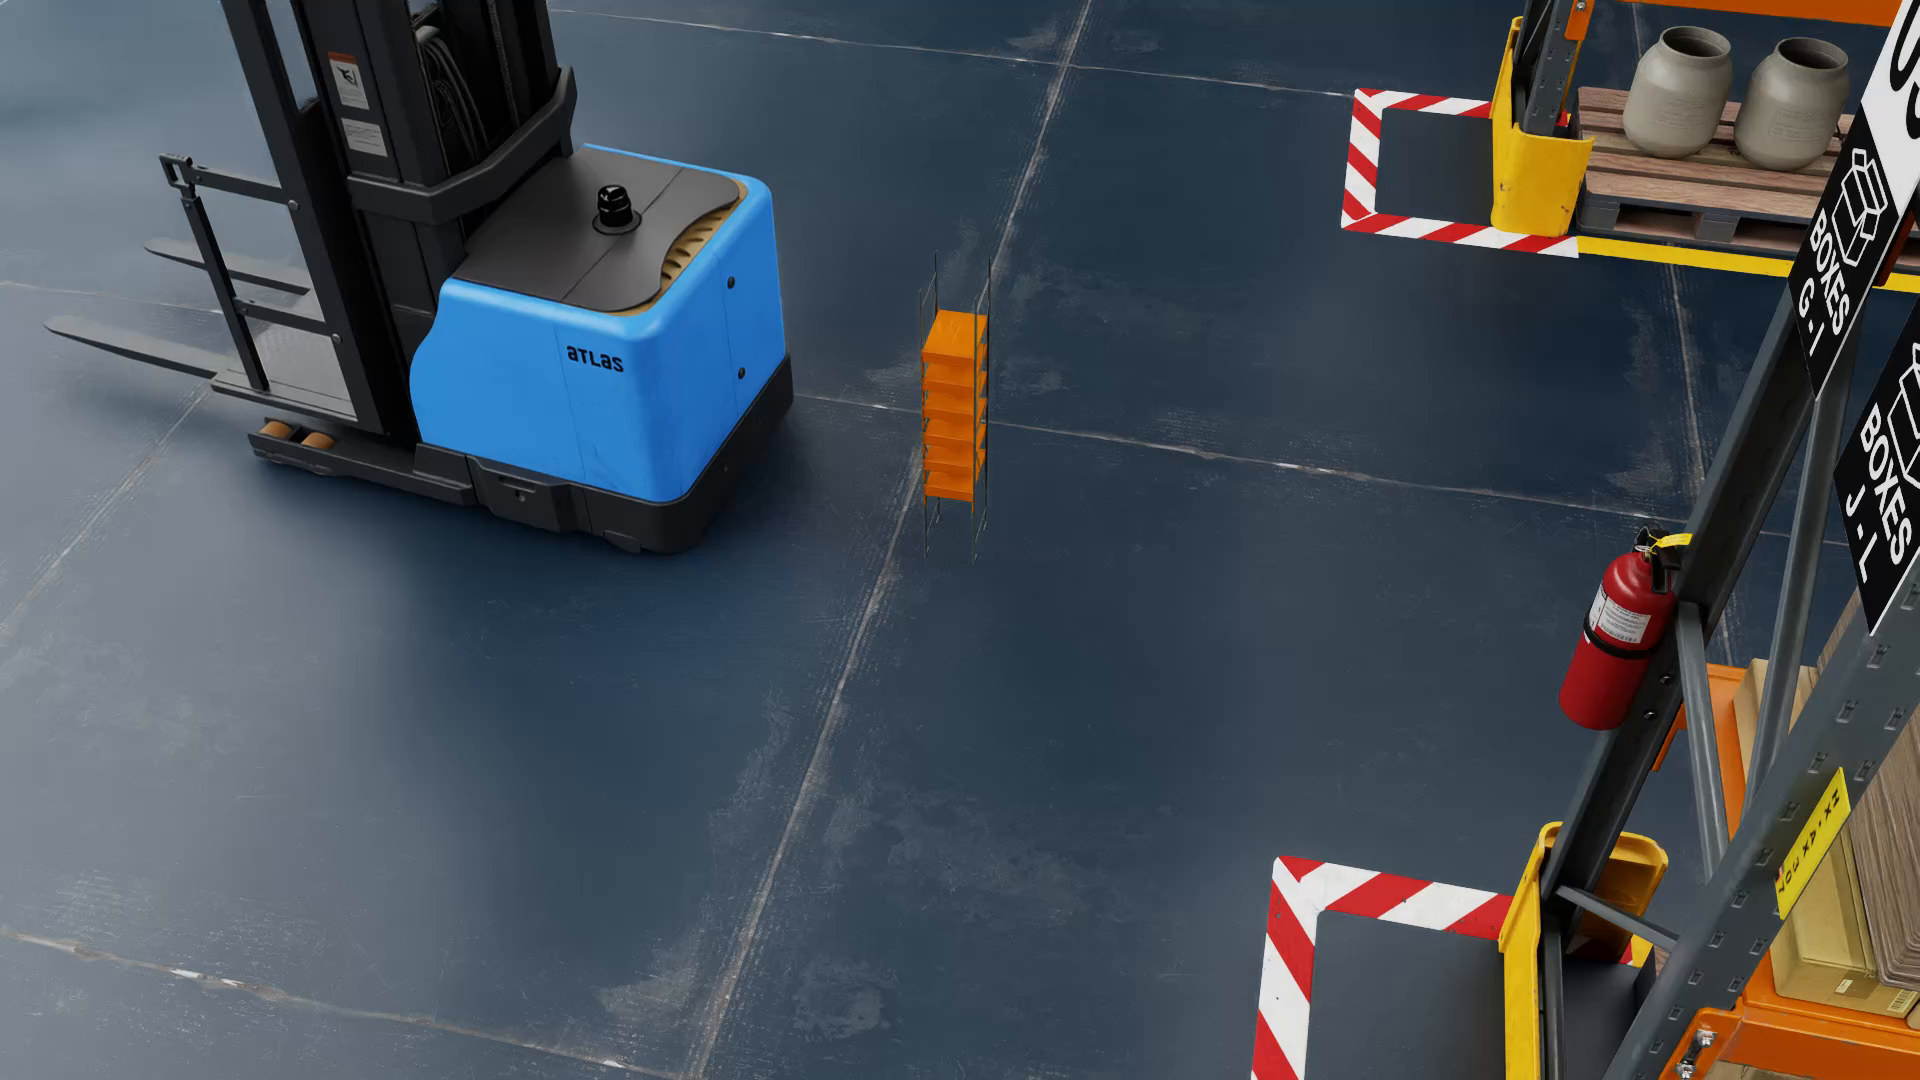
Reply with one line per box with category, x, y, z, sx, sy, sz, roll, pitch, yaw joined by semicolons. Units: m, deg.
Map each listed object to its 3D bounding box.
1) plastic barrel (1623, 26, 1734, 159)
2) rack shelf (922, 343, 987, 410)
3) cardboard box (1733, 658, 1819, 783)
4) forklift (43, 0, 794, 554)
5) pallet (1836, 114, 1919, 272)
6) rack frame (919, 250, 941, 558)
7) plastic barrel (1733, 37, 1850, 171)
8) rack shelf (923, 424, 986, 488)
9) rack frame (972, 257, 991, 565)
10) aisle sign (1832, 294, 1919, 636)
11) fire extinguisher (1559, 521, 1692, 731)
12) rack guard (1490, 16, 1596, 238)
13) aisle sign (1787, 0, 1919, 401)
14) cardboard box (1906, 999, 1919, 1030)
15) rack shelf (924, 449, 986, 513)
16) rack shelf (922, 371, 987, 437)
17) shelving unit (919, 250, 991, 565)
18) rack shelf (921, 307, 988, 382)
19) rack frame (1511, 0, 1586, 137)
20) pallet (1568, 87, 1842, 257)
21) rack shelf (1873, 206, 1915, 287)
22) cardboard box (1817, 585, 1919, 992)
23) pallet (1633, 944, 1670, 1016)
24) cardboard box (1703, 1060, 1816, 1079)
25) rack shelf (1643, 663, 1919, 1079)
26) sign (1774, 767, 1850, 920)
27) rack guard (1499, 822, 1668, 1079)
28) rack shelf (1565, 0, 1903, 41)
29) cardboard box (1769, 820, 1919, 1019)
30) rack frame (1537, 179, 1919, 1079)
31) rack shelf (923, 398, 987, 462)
plastic barrel;3.347;-2.082;7.741;0.421;0.512;0.421;0;44;0
rack shelf;-0.014;-0.575;5.701;0.180;0.103;0.258;9;45;9
cardboard box;1.929;0.471;3.778;0.250;0.149;0.380;9;45;9
forklift;-2.245;-1.638;5.838;3.031;2.935;1.130;14;46;14
pallet;4.751;-1.577;7.737;1.213;0.211;1.003;9;45;9
rack frame;-0.103;-0.448;5.851;0.006;1.200;0.240;9;45;9
plastic barrel;3.836;-2.006;7.662;0.421;0.512;0.421;0;44;0
rack shelf;-0.014;-0.316;5.950;0.180;0.103;0.258;9;45;9
rack frame;0.075;-0.421;5.822;0.006;1.200;0.240;9;45;9
aisle sign;1.480;-0.266;2.488;0.004;0.787;0.394;9;45;9
fire extinguisher;1.595;0.176;3.960;0.183;0.674;0.296;9;45;9
rack guard;2.772;-1.994;7.961;0.348;0.500;1.175;9;45;9
aisle sign;1.611;-0.672;2.910;0.004;0.787;0.394;9;45;9
cardboard box;2.072;0.823;3.413;0.250;0.149;0.380;9;45;9
rack shelf;-0.014;-0.230;6.033;0.180;0.103;0.258;9;45;9
rack shelf;-0.014;-0.489;5.784;0.180;0.103;0.258;9;45;9
shelving unit;-0.014;-0.434;5.836;0.189;1.200;0.258;9;45;9
rack shelf;-0.014;-0.662;5.617;0.180;0.103;0.258;9;45;9
rack frame;2.688;-2.875;7.073;0.127;3.000;1.000;9;45;9
pallet;3.564;-1.764;7.930;1.213;0.211;1.003;9;45;9
rack shelf;3.558;-0.041;2.486;4.000;0.370;1.077;9;45;9
cardboard box;2.137;0.436;3.347;0.500;0.500;0.875;9;45;9
pallet;2.465;1.640;4.393;1.213;0.211;1.003;9;45;9
cardboard box;2.212;1.333;4.202;0.500;0.500;0.500;17;46;17
rack shelf;3.558;1.039;3.526;4.000;0.370;1.077;9;45;9
sign;1.488;0.533;2.909;0.005;0.325;0.100;9;45;9
rack guard;1.680;1.389;4.446;0.348;0.500;1.175;9;45;9
rack shelf;4.639;-2.313;7.008;4.000;0.370;1.077;9;45;9
cardboard box;1.832;0.772;3.466;0.250;0.149;0.380;9;45;9
rack frame;1.606;0.477;3.591;0.127;3.000;1.000;9;45;9
rack shelf;-0.014;-0.402;5.867;0.180;0.103;0.258;9;45;9
